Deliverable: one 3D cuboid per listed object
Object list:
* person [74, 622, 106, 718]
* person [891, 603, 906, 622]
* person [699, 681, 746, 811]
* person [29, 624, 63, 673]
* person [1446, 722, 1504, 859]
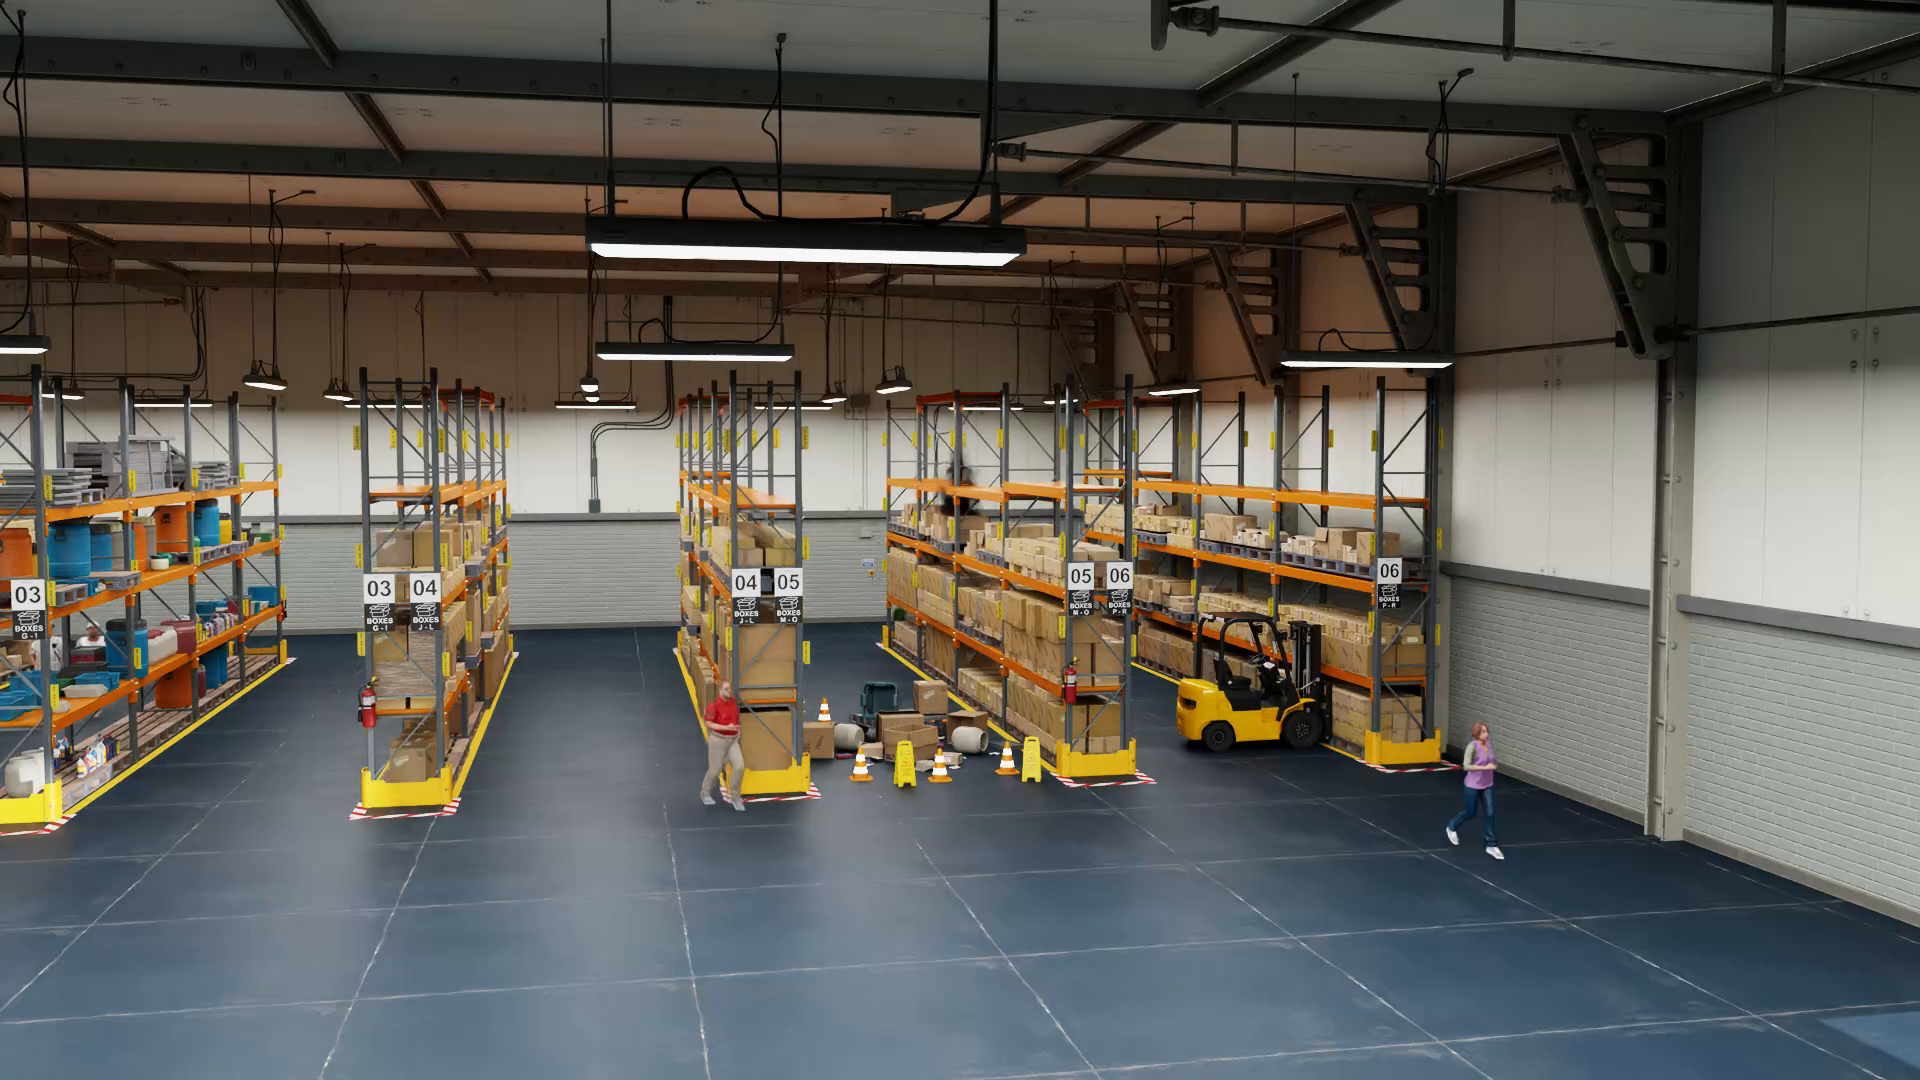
[{"bbox_3d":[-15.681,2.347,30.103,0.691,1.734,0.597,-1,4,-21],"label":"person"},{"bbox_3d":[-1.512,1.647,41.836,0.578,1.733,0.716,0,3,5],"label":"person"},{"bbox_3d":[-3.210,2.816,22.624,0.786,1.821,0.684,3,4,40],"label":"person"},{"bbox_3d":[-16.560,2.350,30.223,0.648,1.729,0.609,-1,4,-18],"label":"person"},{"bbox_3d":[6.239,2.991,20.085,0.565,1.581,0.859,-2,4,-29],"label":"person"}]
